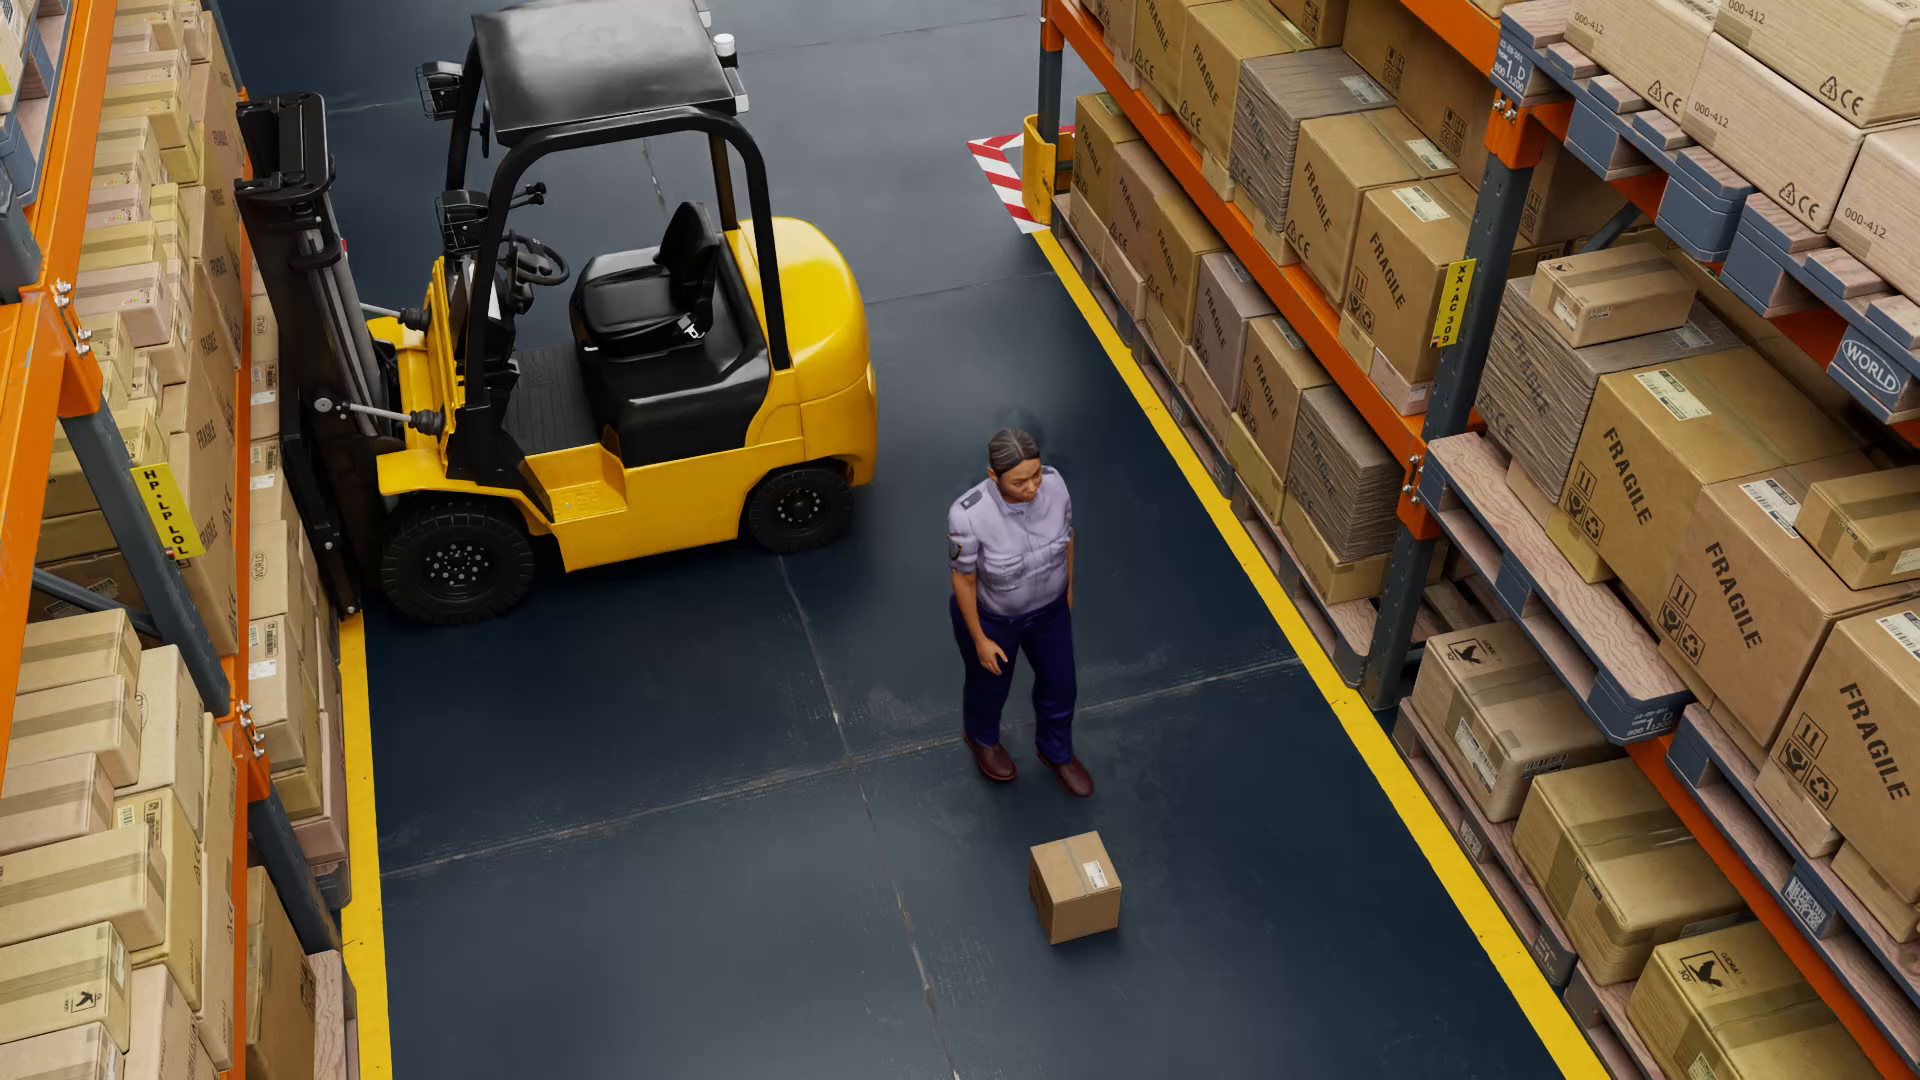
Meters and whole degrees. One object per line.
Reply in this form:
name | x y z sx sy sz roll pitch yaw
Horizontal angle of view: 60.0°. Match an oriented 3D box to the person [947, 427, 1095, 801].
person | 0.216 0.287 5.856 0.497 1.671 0.500 -21 46 -21
